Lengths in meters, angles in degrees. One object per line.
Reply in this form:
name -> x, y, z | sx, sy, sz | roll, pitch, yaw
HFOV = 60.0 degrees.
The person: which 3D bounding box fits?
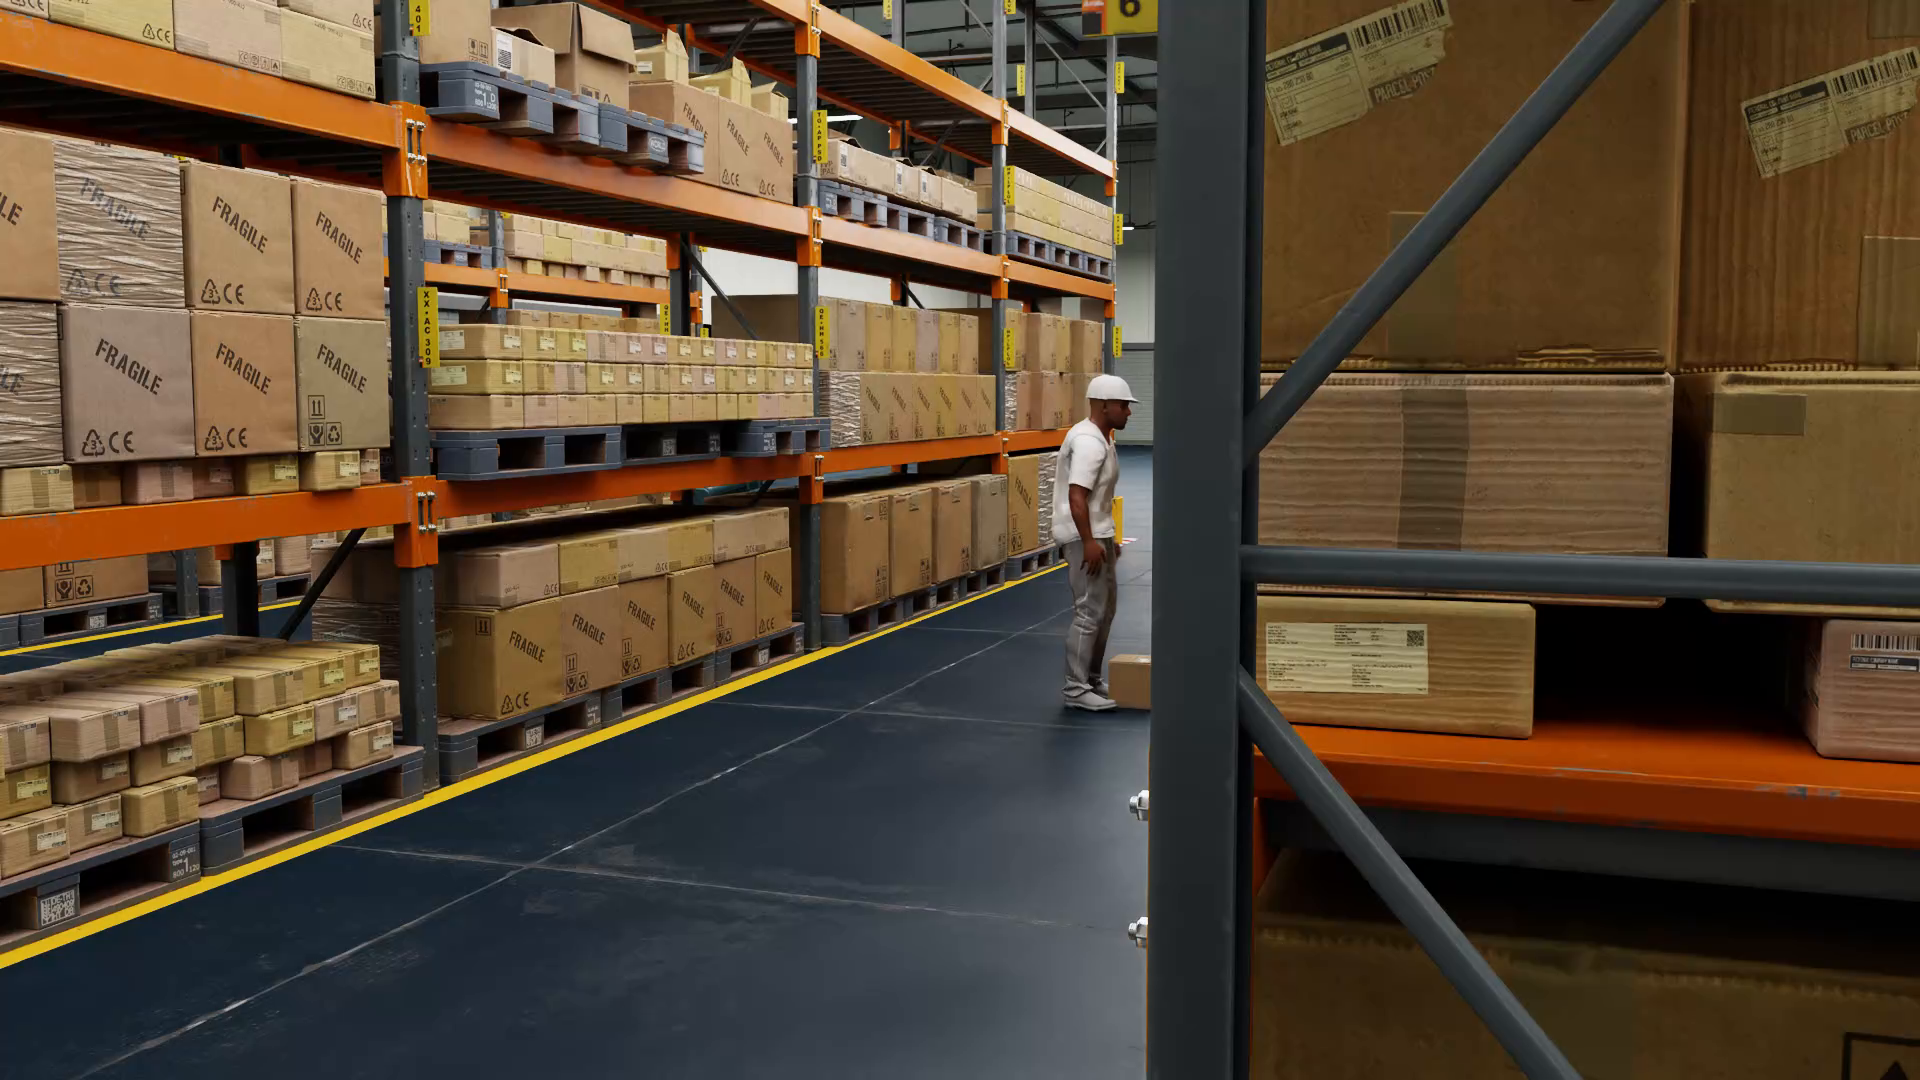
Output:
person -> 0.727, 0.000, 8.901 | 0.454, 1.761, 0.636 | 1, 5, 16
